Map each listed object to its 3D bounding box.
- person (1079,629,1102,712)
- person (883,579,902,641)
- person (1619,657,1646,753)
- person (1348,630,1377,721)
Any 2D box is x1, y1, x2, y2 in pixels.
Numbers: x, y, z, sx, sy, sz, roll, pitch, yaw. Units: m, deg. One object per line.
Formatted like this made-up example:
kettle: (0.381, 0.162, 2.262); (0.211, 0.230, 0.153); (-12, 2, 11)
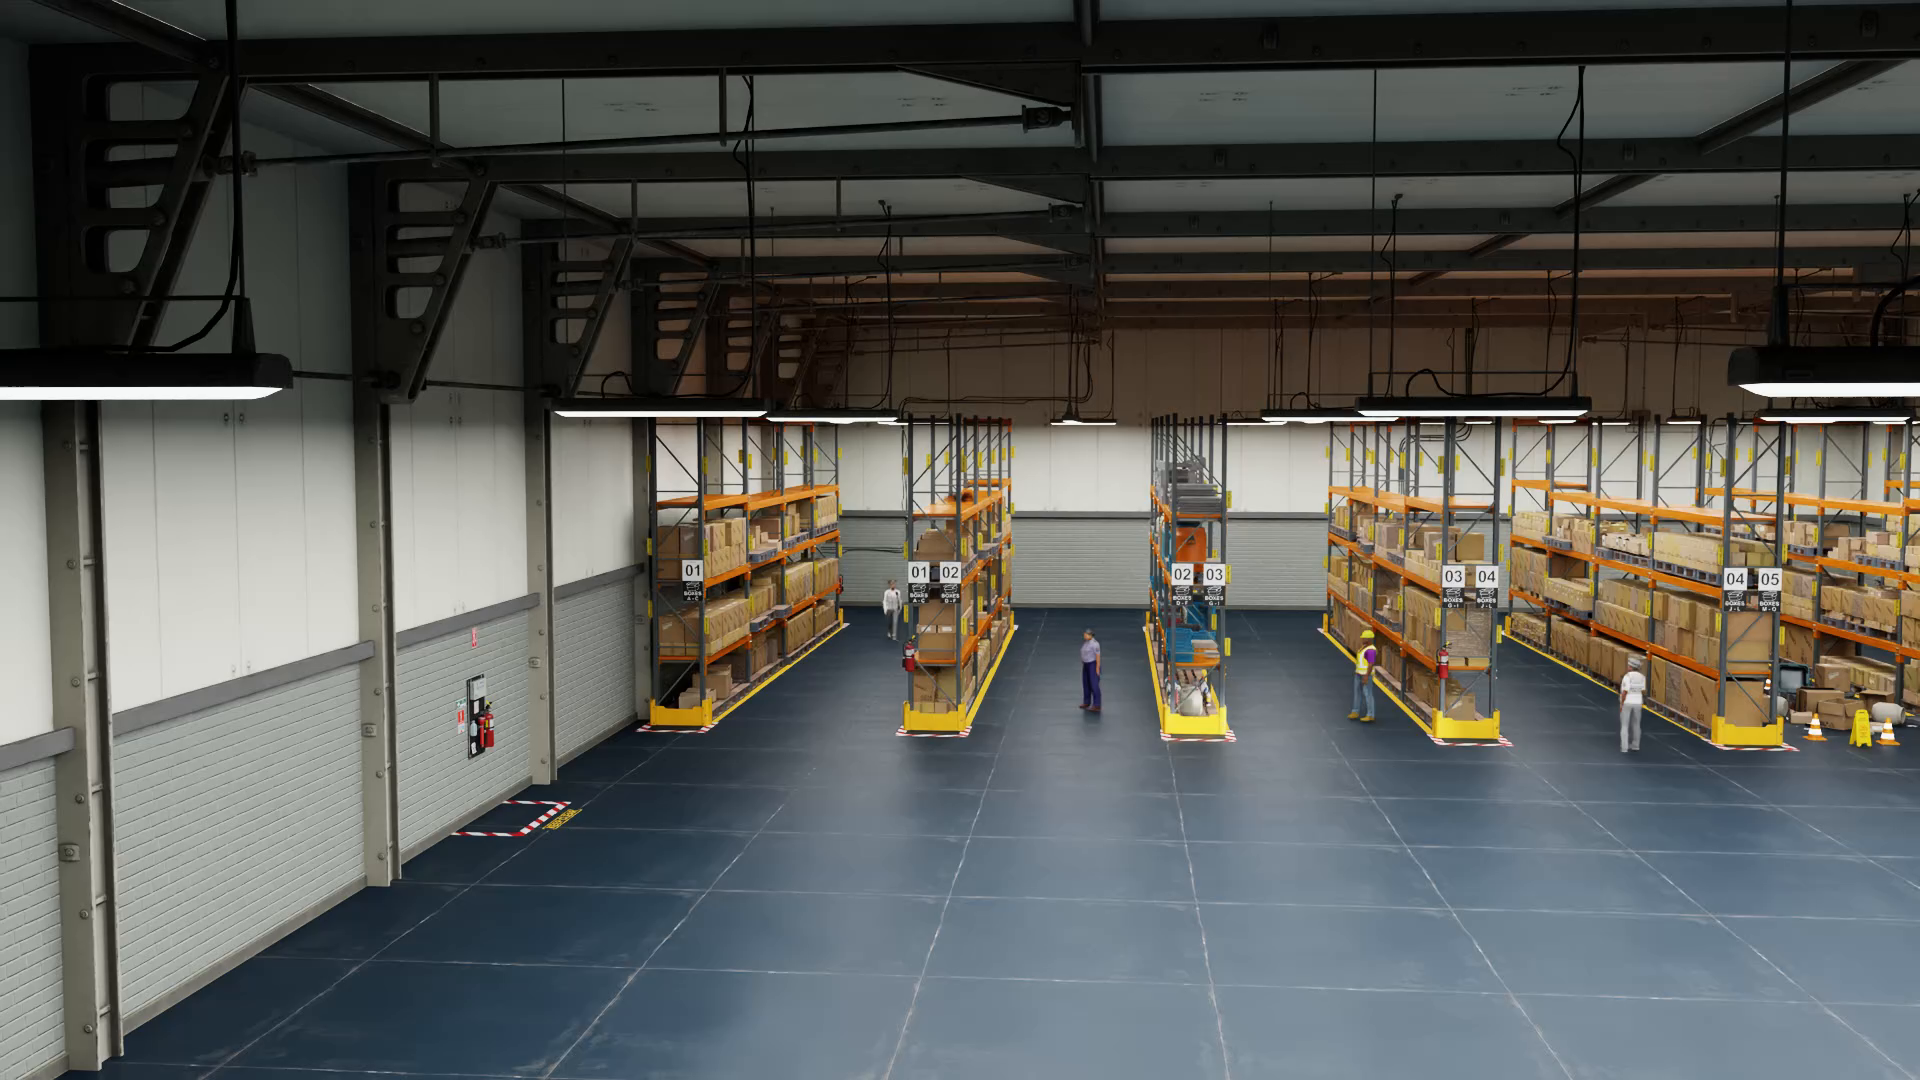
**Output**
person: (2.653, 2.629, 33.809); (0.369, 1.647, 0.577); (-2, 4, -21)
person: (-1.823, 1.873, 44.954); (0.507, 1.645, 0.952); (0, 4, -1)
person: (11.874, 2.913, 29.430); (0.448, 1.678, 0.552); (0, 4, 6)
person: (7.905, 2.643, 32.569); (0.510, 1.761, 0.639); (-1, 4, -17)
